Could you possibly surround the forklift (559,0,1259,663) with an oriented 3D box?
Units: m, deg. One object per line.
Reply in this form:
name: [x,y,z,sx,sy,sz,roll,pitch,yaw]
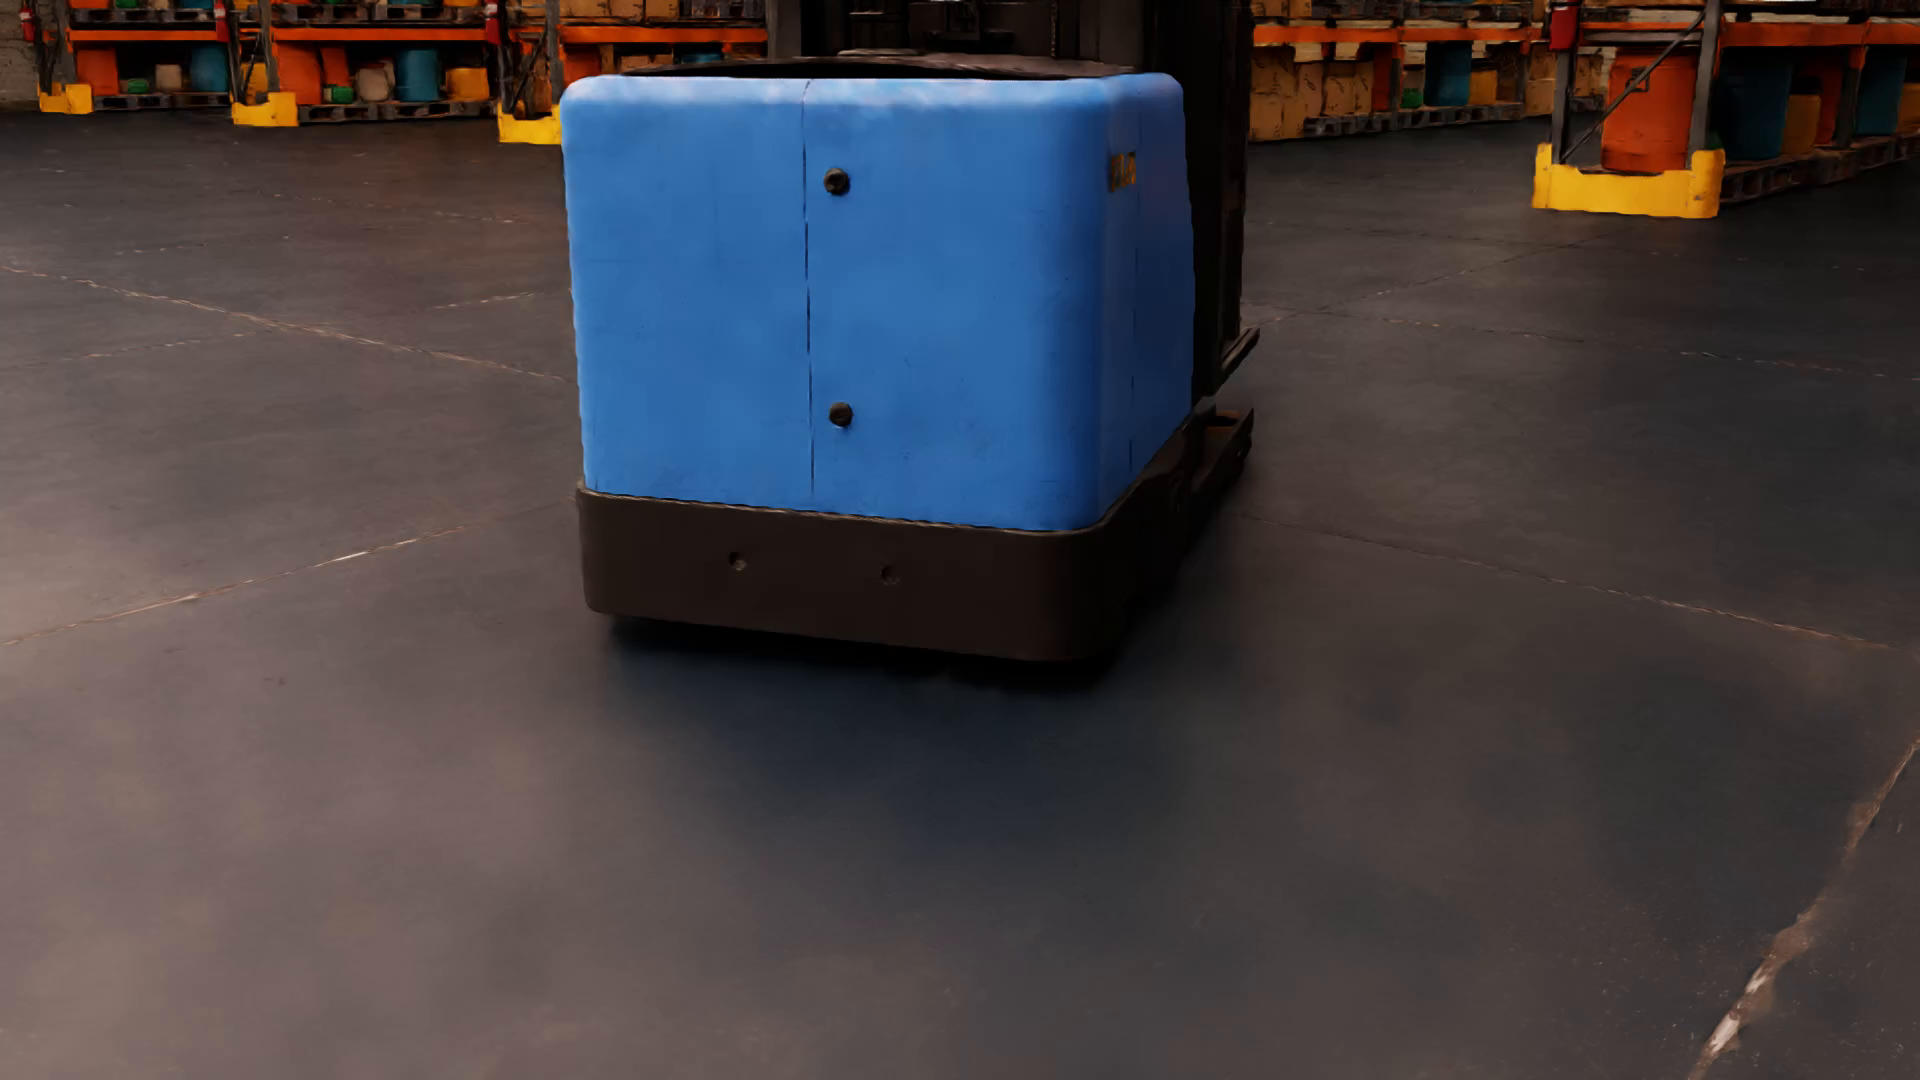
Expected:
forklift: [0.182,-1.571,4.072,1.130,2.935,3.031,5,18,17]
